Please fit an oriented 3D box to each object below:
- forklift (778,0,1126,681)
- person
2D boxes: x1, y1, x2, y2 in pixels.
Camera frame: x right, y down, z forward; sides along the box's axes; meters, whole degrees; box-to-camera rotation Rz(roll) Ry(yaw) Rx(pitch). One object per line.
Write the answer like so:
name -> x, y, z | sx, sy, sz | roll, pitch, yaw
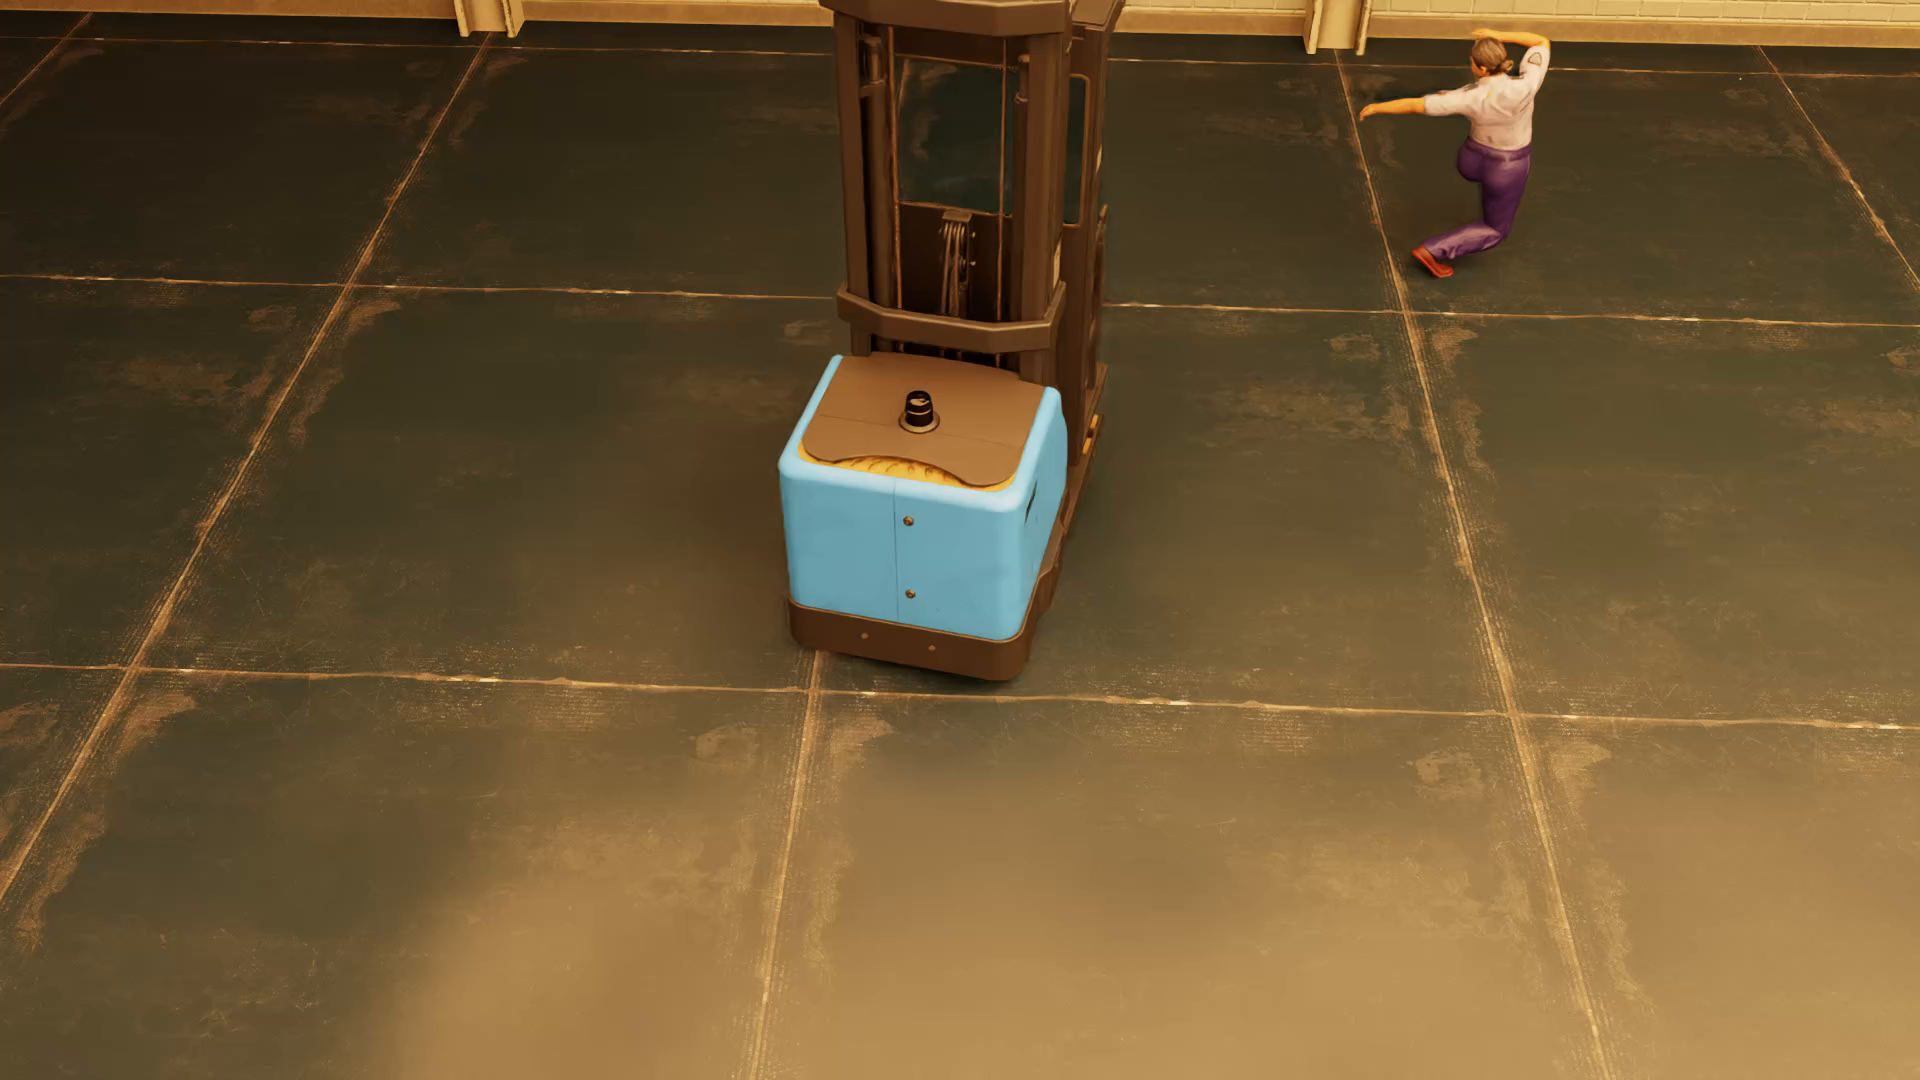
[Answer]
forklift -> 0.104, -1.483, 7.367 | 1.130, 2.935, 3.031 | 10, 43, 10
person -> 2.828, -2.290, 9.431 | 0.909, 1.378, 0.933 | 34, 52, 31
